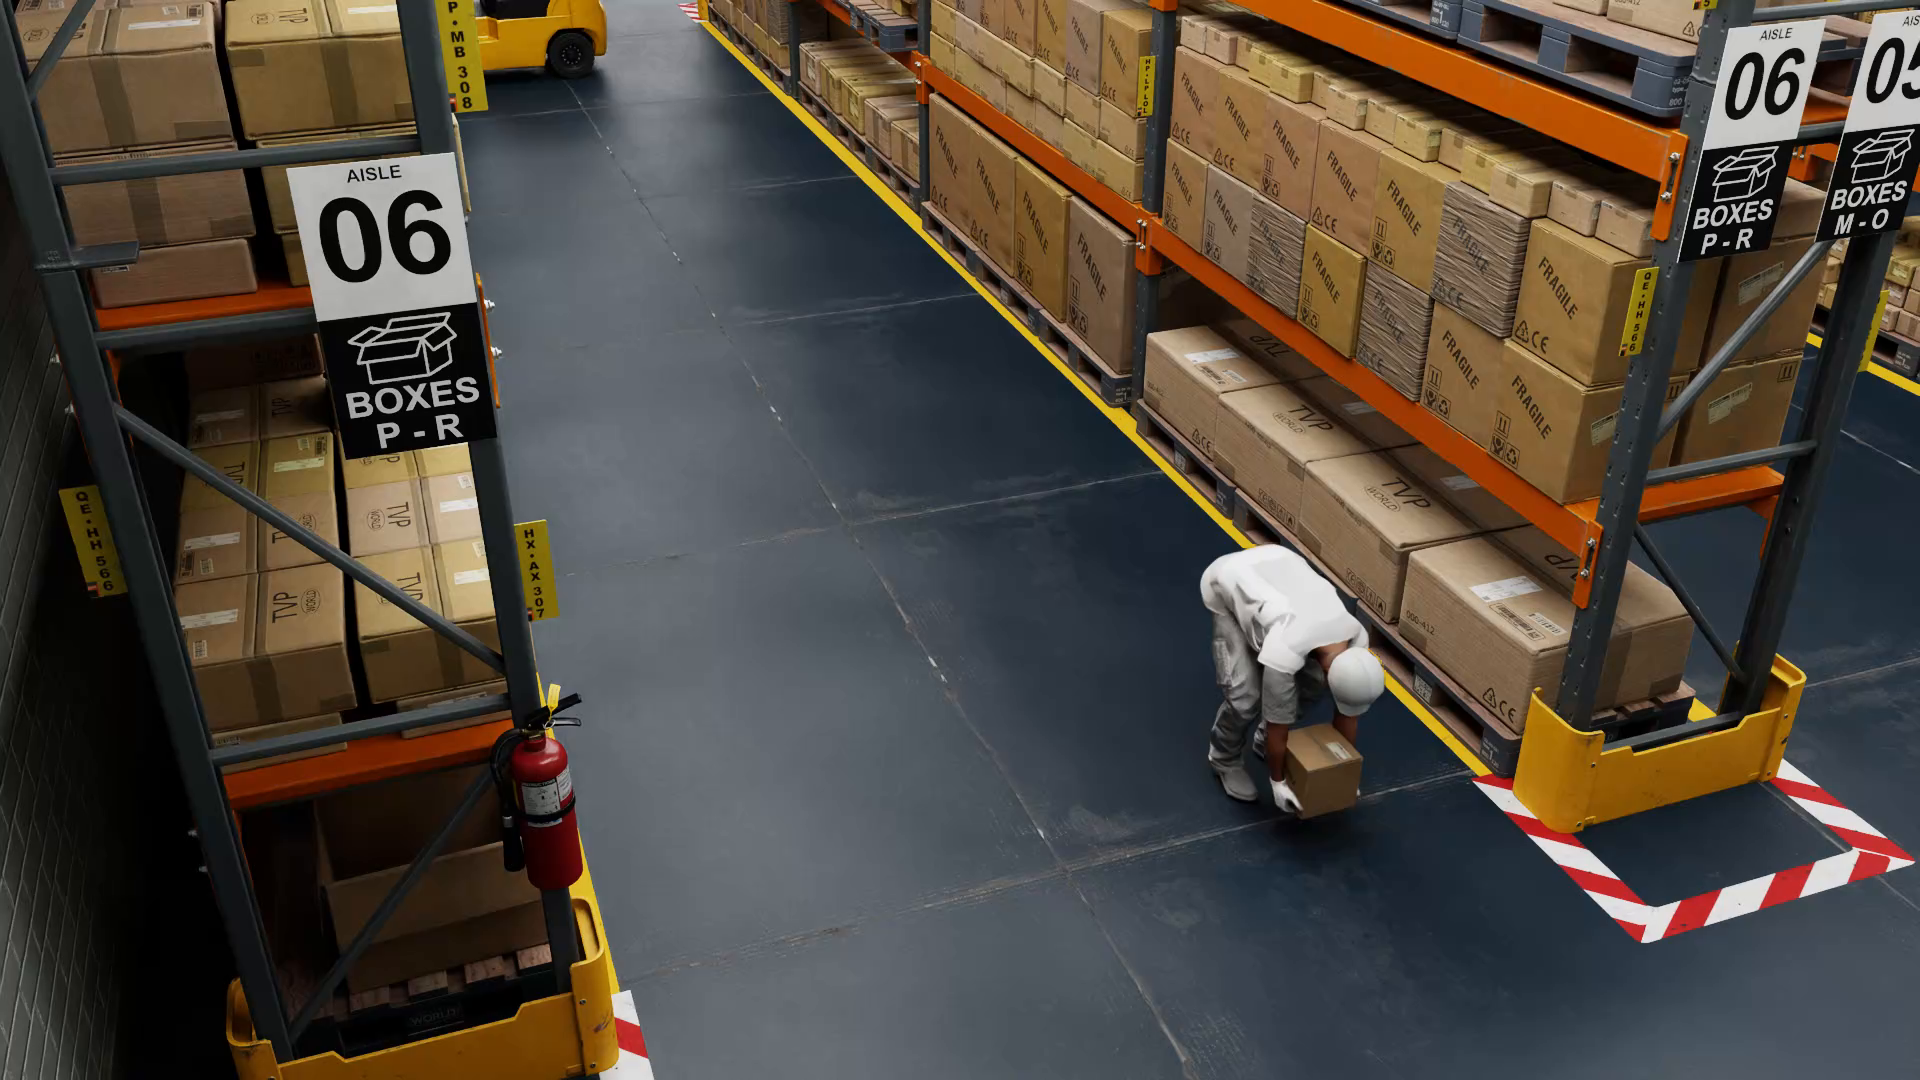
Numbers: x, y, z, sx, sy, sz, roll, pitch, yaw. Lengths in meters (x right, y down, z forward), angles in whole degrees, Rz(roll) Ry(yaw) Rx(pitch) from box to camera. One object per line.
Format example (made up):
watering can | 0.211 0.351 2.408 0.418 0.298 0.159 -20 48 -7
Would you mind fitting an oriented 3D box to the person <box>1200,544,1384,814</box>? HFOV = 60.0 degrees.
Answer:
person | 1.343 0.620 6.740 0.502 1.062 0.989 -13 32 -22
